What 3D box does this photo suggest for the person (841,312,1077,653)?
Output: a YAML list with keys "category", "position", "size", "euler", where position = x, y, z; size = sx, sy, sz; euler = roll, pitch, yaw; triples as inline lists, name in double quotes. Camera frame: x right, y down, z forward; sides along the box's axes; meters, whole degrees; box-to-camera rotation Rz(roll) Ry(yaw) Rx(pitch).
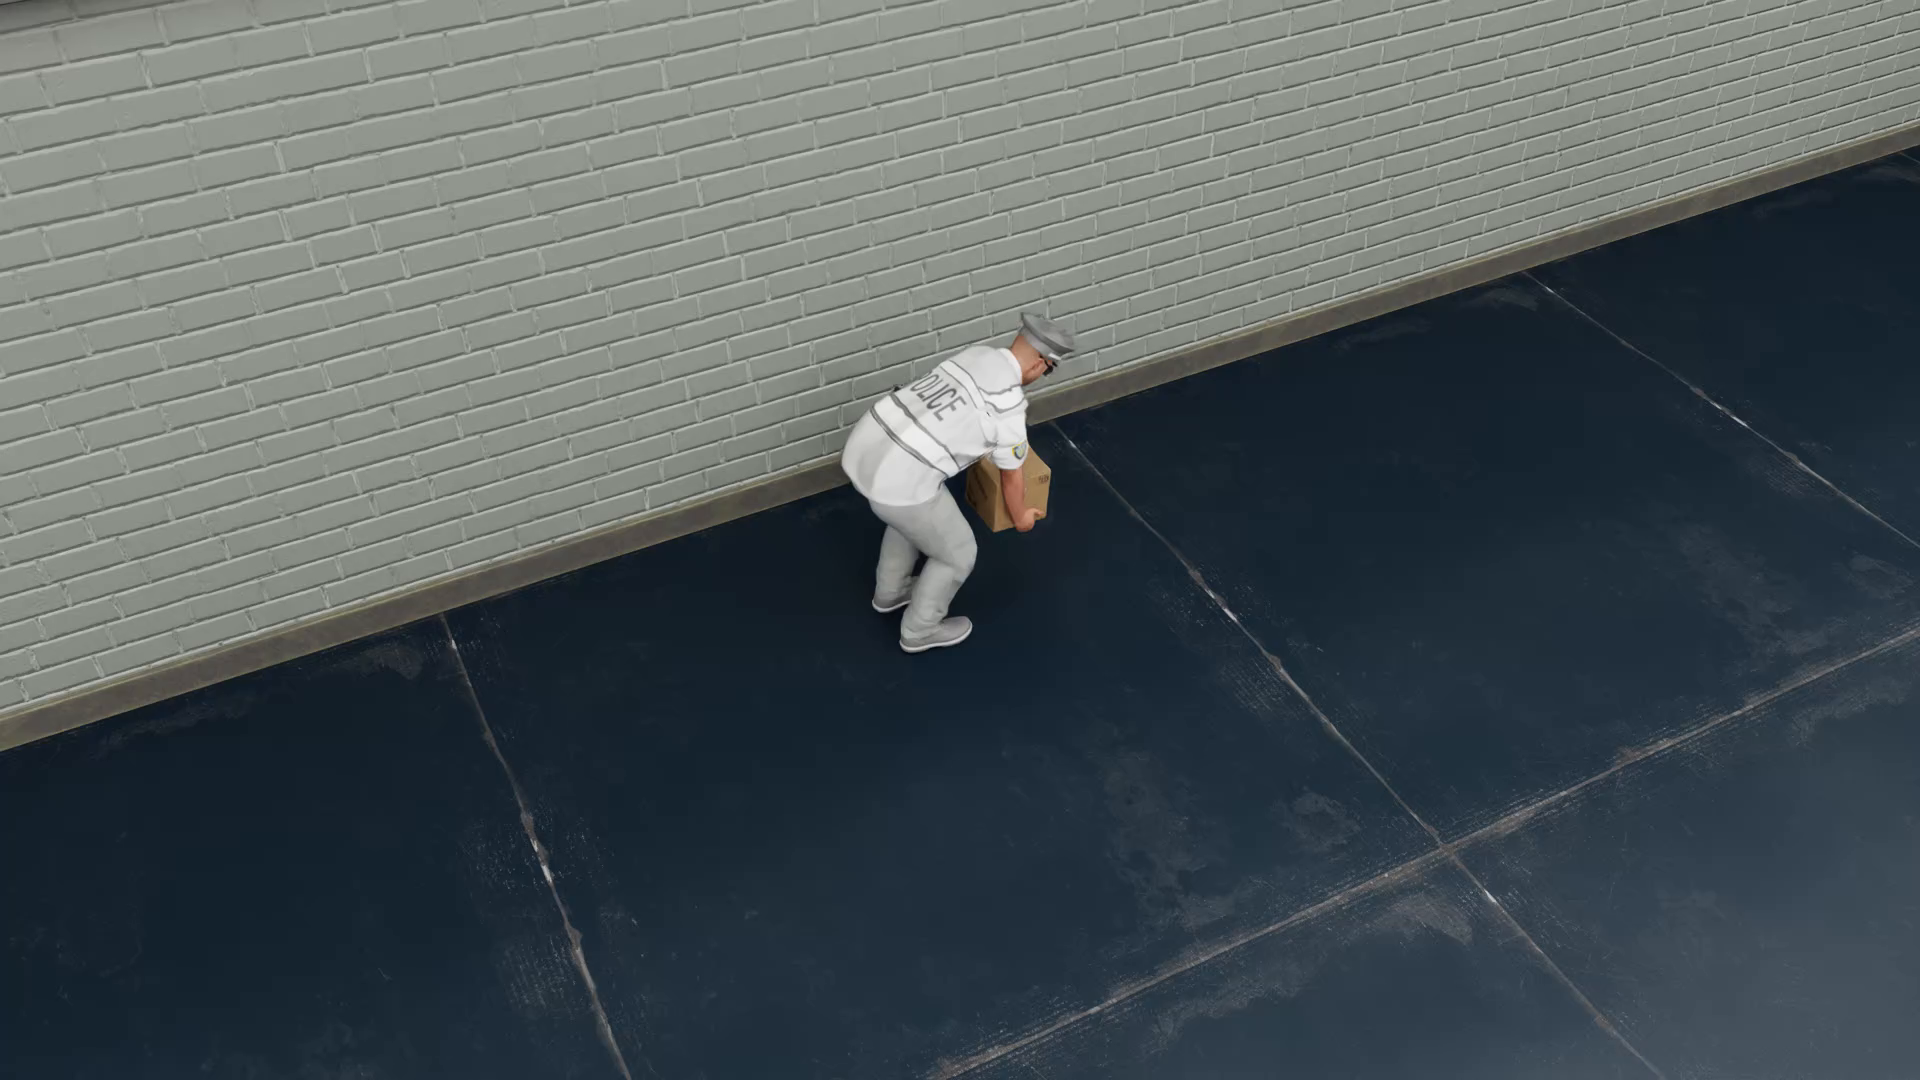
- category: "person"
  position: [0.016, -0.232, 6.739]
  size: [0.987, 1.339, 0.495]
  euler: [-20, 45, -22]
